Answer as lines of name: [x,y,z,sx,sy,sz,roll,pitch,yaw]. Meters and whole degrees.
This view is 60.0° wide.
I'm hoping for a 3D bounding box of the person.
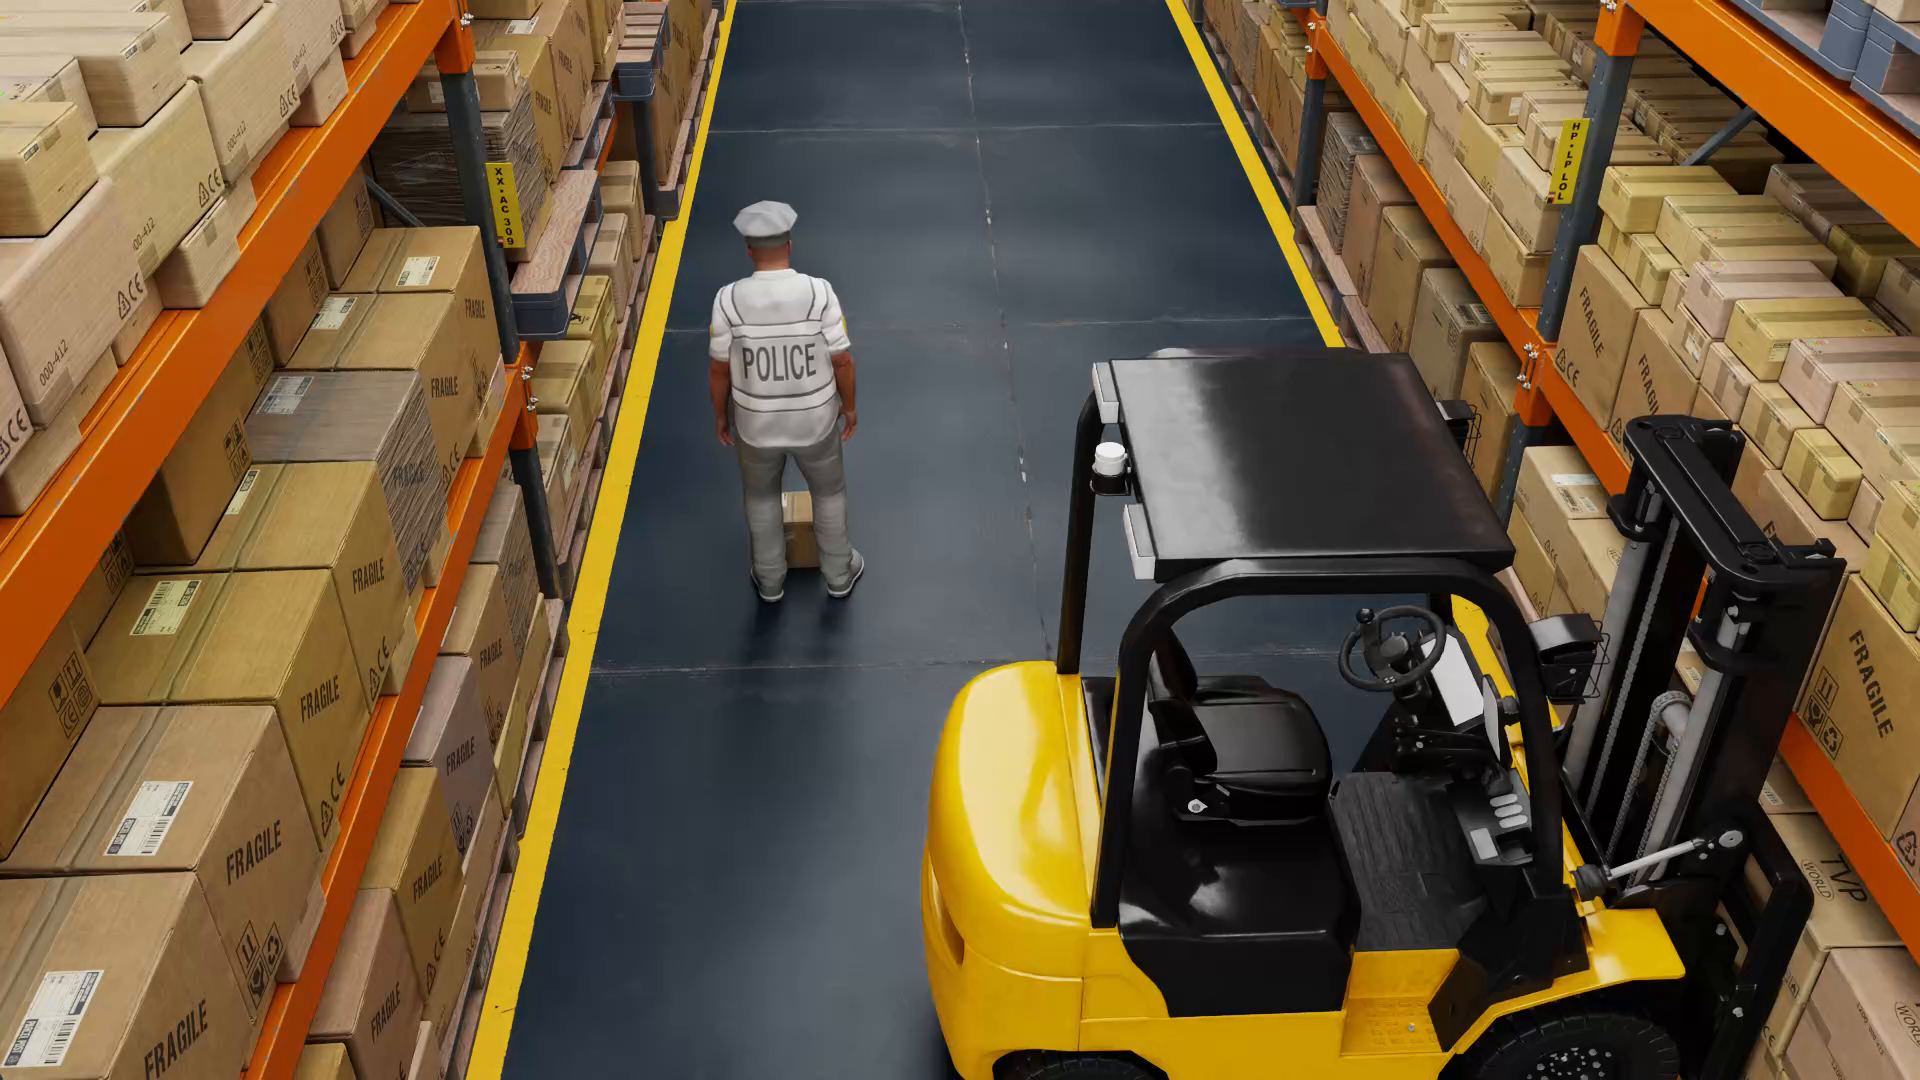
person: [-0.718,-0.507,6.861,0.595,1.748,0.434,-3,35,-4]
